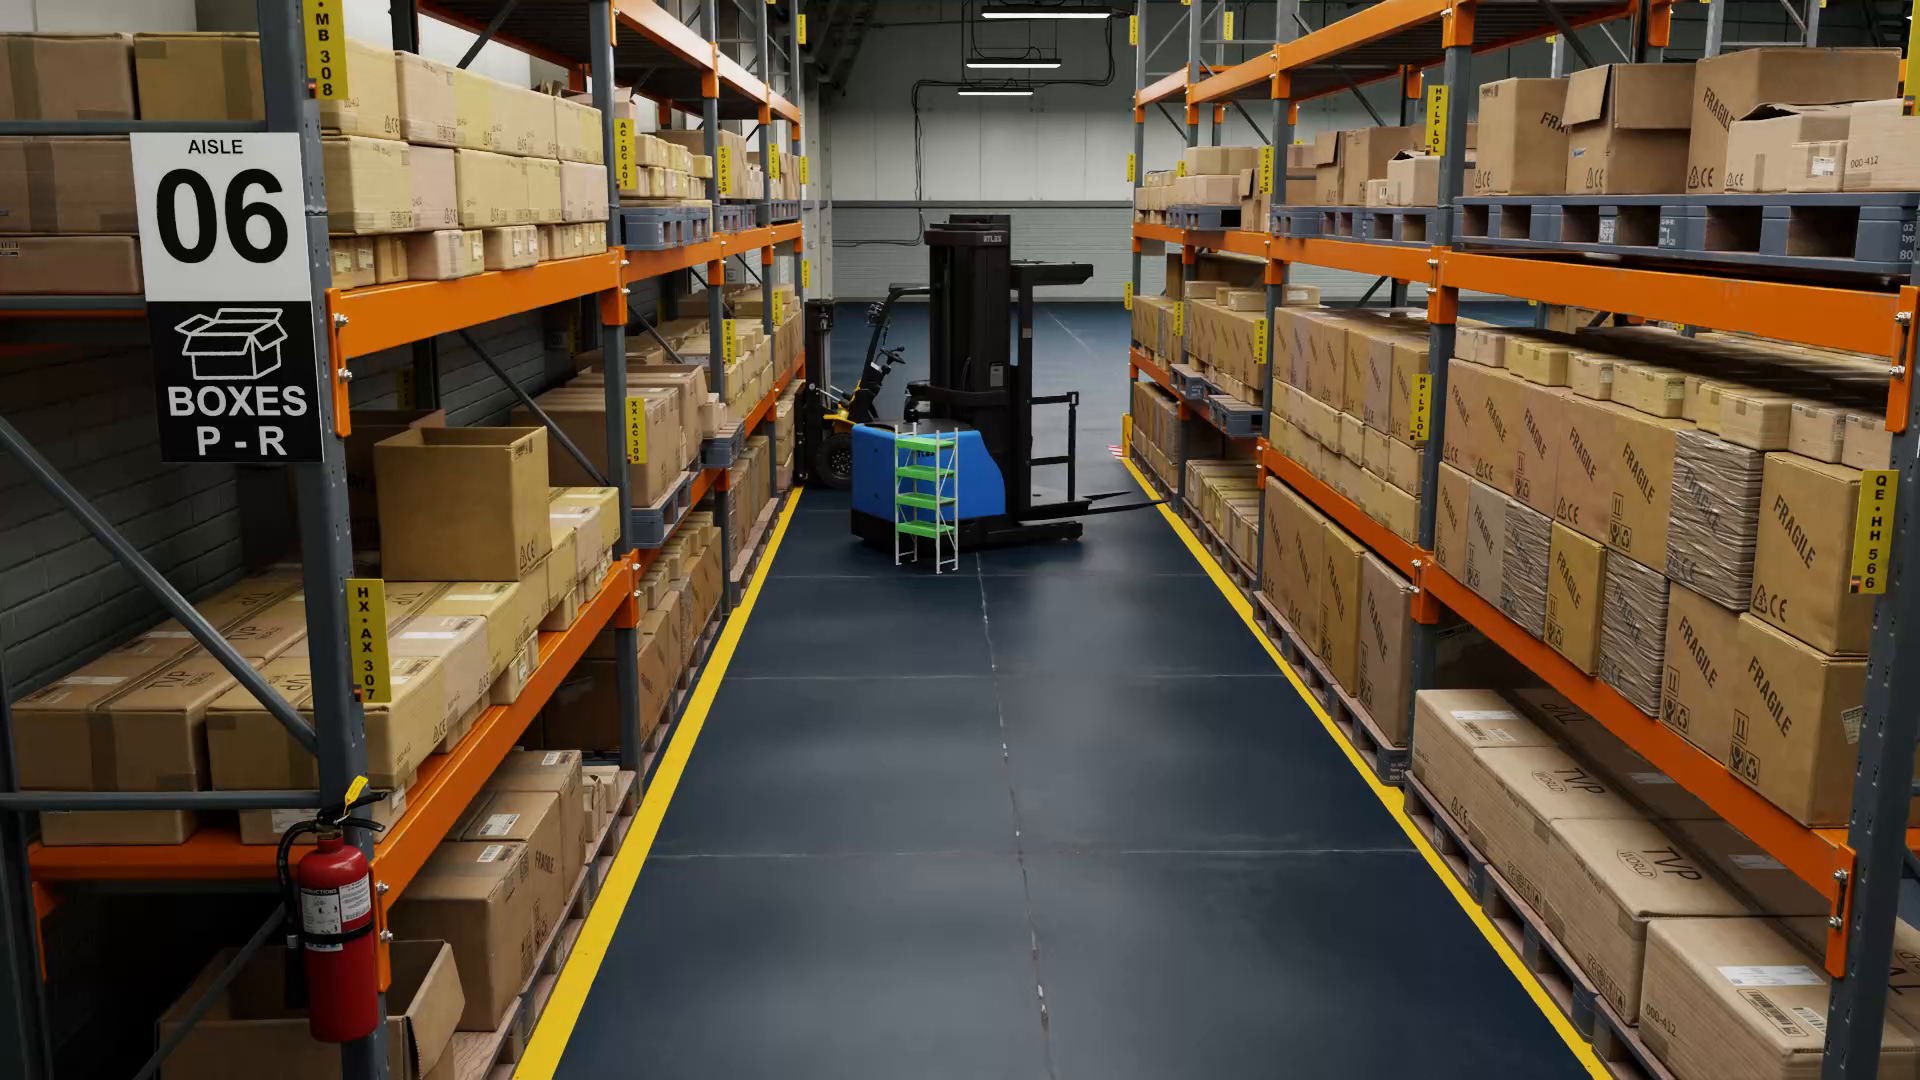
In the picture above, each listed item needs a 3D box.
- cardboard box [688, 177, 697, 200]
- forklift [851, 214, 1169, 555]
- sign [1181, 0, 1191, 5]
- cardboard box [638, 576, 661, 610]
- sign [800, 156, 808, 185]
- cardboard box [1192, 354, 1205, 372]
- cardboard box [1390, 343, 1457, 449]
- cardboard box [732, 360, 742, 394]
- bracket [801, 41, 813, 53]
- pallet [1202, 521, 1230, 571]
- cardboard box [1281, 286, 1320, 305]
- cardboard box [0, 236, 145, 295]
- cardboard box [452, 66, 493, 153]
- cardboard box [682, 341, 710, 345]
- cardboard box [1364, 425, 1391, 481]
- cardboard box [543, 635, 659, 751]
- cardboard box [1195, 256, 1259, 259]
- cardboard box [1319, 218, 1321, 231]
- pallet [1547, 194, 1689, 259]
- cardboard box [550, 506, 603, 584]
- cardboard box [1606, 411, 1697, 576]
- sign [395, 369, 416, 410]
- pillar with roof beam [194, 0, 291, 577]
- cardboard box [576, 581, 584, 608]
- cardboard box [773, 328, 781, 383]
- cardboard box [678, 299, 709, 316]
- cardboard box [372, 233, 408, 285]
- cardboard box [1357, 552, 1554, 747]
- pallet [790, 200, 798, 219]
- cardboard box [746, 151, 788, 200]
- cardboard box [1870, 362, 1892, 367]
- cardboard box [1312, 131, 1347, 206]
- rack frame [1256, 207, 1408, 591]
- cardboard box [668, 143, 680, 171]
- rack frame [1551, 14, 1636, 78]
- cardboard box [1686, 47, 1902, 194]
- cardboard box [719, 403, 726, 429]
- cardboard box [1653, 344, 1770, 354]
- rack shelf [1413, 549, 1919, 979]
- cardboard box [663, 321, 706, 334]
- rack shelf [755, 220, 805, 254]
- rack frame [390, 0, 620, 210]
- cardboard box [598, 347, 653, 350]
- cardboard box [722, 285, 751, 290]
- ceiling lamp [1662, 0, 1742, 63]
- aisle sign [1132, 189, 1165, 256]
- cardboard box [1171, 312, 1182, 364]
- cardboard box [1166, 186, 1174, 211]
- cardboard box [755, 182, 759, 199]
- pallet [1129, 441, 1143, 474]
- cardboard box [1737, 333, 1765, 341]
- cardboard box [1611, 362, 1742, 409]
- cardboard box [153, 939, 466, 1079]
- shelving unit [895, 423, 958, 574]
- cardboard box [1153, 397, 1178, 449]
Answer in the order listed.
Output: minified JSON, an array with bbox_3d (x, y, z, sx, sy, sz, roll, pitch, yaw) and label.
[{"bbox_3d":[-1.988,-2.375,11.244,0.380,0.149,0.250,-1,11,-2],"label":"cardboard box"},{"bbox_3d":[0.538,-1.499,15.266,3.031,2.935,1.130,-7,13,-30],"label":"forklift"},{"bbox_3d":[2.115,-5.159,15.498,0.100,0.325,0.005,0,11,-1],"label":"sign"},{"bbox_3d":[-1.967,0.310,9.779,0.380,0.149,0.250,0,11,-1],"label":"cardboard box"},{"bbox_3d":[-1.844,-4.359,19.622,0.100,0.325,0.005,0,11,-1],"label":"sign"},{"bbox_3d":[2.350,-1.643,15.378,0.380,0.149,0.250,0,11,0],"label":"cardboard box"},{"bbox_3d":[2.563,-0.757,8.672,0.500,0.500,0.500,0,11,1],"label":"cardboard box"},{"bbox_3d":[-1.996,-1.265,13.060,0.500,0.250,0.500,0,11,1],"label":"cardboard box"},{"bbox_3d":[-3.282,-10.554,35.585,0.235,0.232,0.430,0,11,-1],"label":"bracket"},{"bbox_3d":[2.704,0.044,14.504,1.003,0.211,1.213,0,11,-1],"label":"pallet"},{"bbox_3d":[2.950,-2.157,14.651,0.380,0.149,0.250,-1,11,-4],"label":"cardboard box"},{"bbox_3d":[-2.294,-0.724,4.361,0.380,0.149,0.250,0,11,0],"label":"cardboard box"},{"bbox_3d":[-1.830,-1.392,5.394,0.500,0.250,0.500,0,11,-2],"label":"cardboard box"},{"bbox_3d":[-1.990,-1.492,13.177,0.380,0.149,0.250,0,11,-1],"label":"cardboard box"},{"bbox_3d":[2.554,-0.488,9.231,0.500,0.250,0.500,0,11,0],"label":"cardboard box"},{"bbox_3d":[-1.924,0.813,8.930,0.500,0.500,0.500,0,11,1],"label":"cardboard box"},{"bbox_3d":[2.921,-2.898,18.478,0.700,0.500,0.500,0,11,-2],"label":"cardboard box"},{"bbox_3d":[2.524,-2.334,12.300,0.380,0.149,0.250,0,11,-1],"label":"cardboard box"},{"bbox_3d":[2.852,-1.153,6.065,1.003,0.211,1.213,0,11,-1],"label":"pallet"},{"bbox_3d":[-1.859,0.018,7.246,0.500,0.250,0.500,0,11,-1],"label":"cardboard box"},{"bbox_3d":[2.611,-0.171,5.784,0.500,0.500,0.500,0,11,-1],"label":"cardboard box"},{"bbox_3d":[-2.694,-0.674,8.115,0.100,0.325,0.005,0,11,-1],"label":"sign"},{"bbox_3d":[1.278,-2.925,7.035,9.100,9.000,0.400,0,11,-1],"label":"pillar with roof beam"},{"bbox_3d":[-1.845,0.232,7.196,0.380,0.149,0.250,0,11,0],"label":"cardboard box"},{"bbox_3d":[-2.053,-1.838,16.514,0.500,0.500,0.500,-1,11,-3],"label":"cardboard box"},{"bbox_3d":[-2.613,-2.275,16.286,0.380,0.149,0.250,0,11,-1],"label":"cardboard box"},{"bbox_3d":[-1.850,-0.829,4.878,0.380,0.149,0.250,0,11,-1],"label":"cardboard box"},{"bbox_3d":[2.731,0.582,9.125,0.875,0.875,0.875,0,11,1],"label":"cardboard box"},{"bbox_3d":[-2.398,-3.781,19.020,1.003,0.211,1.213,0,11,-1],"label":"pallet"},{"bbox_3d":[-2.239,-3.863,17.634,0.797,0.503,0.637,0,11,1],"label":"cardboard box"},{"bbox_3d":[7.410,-1.104,12.894,0.500,0.500,0.500,0,11,-1],"label":"cardboard box"},{"bbox_3d":[2.899,-2.578,11.552,0.797,0.503,0.637,-1,12,-5],"label":"cardboard box"},{"bbox_3d":[2.741,-0.926,12.268,1.000,3.000,0.127,0,11,-1],"label":"rack frame"},{"bbox_3d":[-1.802,-2.174,9.453,0.380,0.149,0.250,0,11,-1],"label":"cardboard box"},{"bbox_3d":[7.522,-5.496,19.710,1.000,3.000,0.127,0,11,-1],"label":"rack frame"},{"bbox_3d":[3.014,-1.511,6.048,0.500,0.500,0.500,0,11,0],"label":"cardboard box"},{"bbox_3d":[-1.825,-0.858,11.512,0.380,0.149,0.250,0,11,0],"label":"cardboard box"},{"bbox_3d":[3.105,-0.725,6.883,0.380,0.149,0.250,0,11,-2],"label":"cardboard box"},{"bbox_3d":[2.865,0.620,6.461,1.077,0.370,4.000,0,11,-1],"label":"rack shelf"},{"bbox_3d":[-2.559,-1.942,15.397,0.380,0.149,0.250,-1,11,-3],"label":"cardboard box"},{"bbox_3d":[-2.346,-3.215,17.817,1.077,0.370,4.000,0,11,-1],"label":"rack shelf"},{"bbox_3d":[-2.139,-3.050,7.649,1.000,3.000,0.127,0,11,-1],"label":"rack frame"},{"bbox_3d":[-2.548,-1.387,12.659,0.380,0.149,0.250,0,11,0],"label":"cardboard box"},{"bbox_3d":[-2.602,-2.835,19.050,0.380,0.149,0.250,0,11,0],"label":"cardboard box"},{"bbox_3d":[15.570,-11.617,35.197,2.000,3.185,0.800,0,11,-1],"label":"ceiling lamp"},{"bbox_3d":[2.264,-3.801,19.903,0.394,0.787,0.004,0,11,-1],"label":"aisle sign"},{"bbox_3d":[2.400,-2.003,16.579,0.500,0.500,0.500,-1,11,-3],"label":"cardboard box"},{"bbox_3d":[2.368,-3.450,16.797,0.500,0.250,0.500,0,11,-2],"label":"cardboard box"},{"bbox_3d":[-1.978,-3.084,14.687,0.380,0.149,0.250,0,11,-1],"label":"cardboard box"},{"bbox_3d":[2.559,-0.973,19.513,1.003,0.211,1.213,0,11,-1],"label":"pallet"},{"bbox_3d":[7.634,-2.099,15.287,0.700,0.500,0.500,0,11,-2],"label":"cardboard box"},{"bbox_3d":[2.631,-0.569,6.110,0.380,0.149,0.250,0,11,1],"label":"cardboard box"},{"bbox_3d":[-1.974,1.581,5.133,0.797,0.503,0.637,-1,11,-3],"label":"cardboard box"},{"bbox_3d":[-0.284,-0.358,13.998,0.503,1.200,0.258,11,16,43],"label":"shelving unit"},{"bbox_3d":[2.354,-1.266,17.917,0.500,0.500,0.500,0,11,2],"label":"cardboard box"}]
